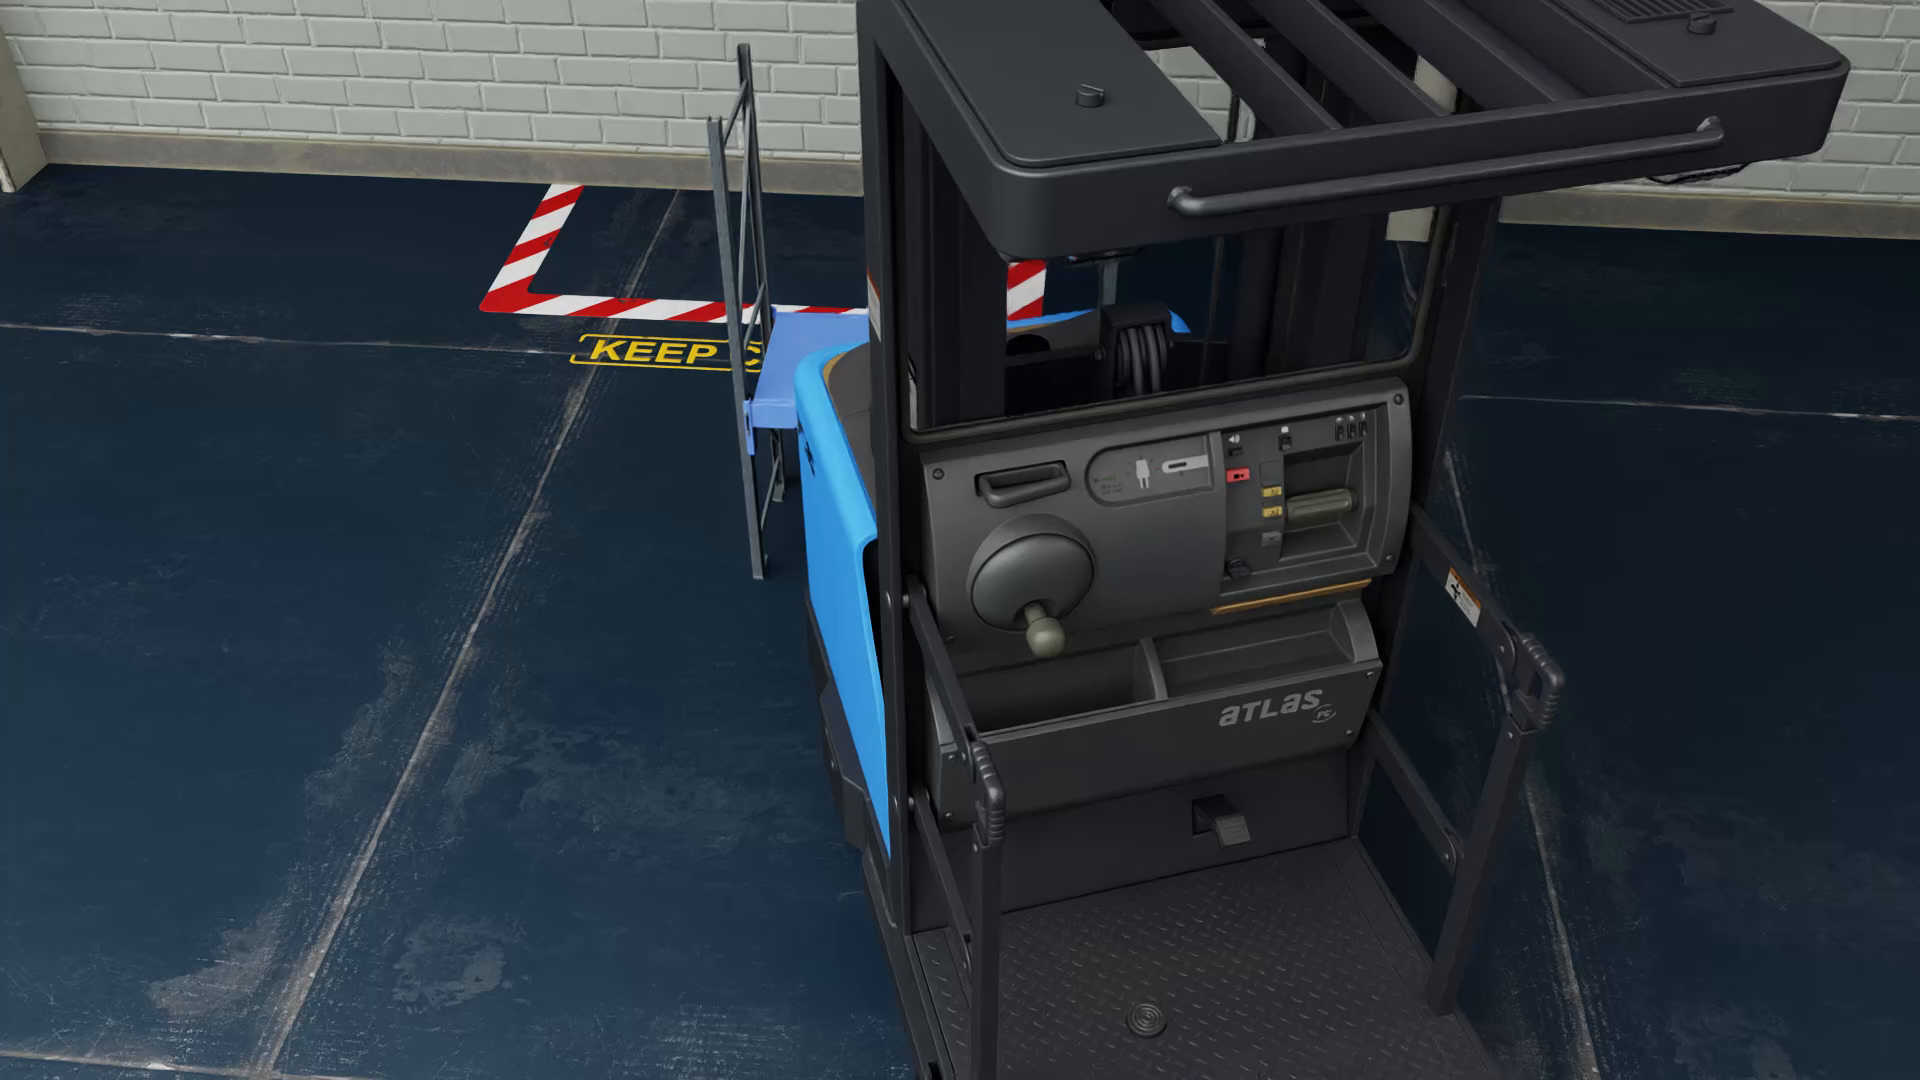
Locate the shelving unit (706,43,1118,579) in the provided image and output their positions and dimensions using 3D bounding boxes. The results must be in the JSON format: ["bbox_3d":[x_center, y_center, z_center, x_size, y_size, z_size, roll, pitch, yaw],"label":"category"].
[{"bbox_3d":[-0.097,-0.600,4.799,1.048,1.500,0.538,2,39,3],"label":"shelving unit"}]

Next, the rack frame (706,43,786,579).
[{"bbox_3d":[-0.604,-0.619,4.823,0.032,1.500,0.500,2,39,3],"label":"rack frame"}]

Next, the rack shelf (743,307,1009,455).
[{"bbox_3d":[-0.097,-0.460,4.912,1.000,0.185,0.538,2,39,3],"label":"rack shelf"}]

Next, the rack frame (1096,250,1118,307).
[{"bbox_3d":[0.410,-0.580,4.775,0.032,1.500,0.500,2,39,3],"label":"rack frame"}]

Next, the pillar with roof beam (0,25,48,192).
[{"bbox_3d":[-4.570,-2.367,1.030,0.400,9.000,9.100,3,39,4],"label":"pillar with roof beam"}]

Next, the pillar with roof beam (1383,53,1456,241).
[{"bbox_3d":[1.408,-2.040,0.628,0.400,9.000,9.100,3,39,4],"label":"pillar with roof beam"}]

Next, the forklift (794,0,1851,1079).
[{"bbox_3d":[0.451,0.038,2.882,1.130,2.935,3.031,-10,40,-12],"label":"forklift"}]
